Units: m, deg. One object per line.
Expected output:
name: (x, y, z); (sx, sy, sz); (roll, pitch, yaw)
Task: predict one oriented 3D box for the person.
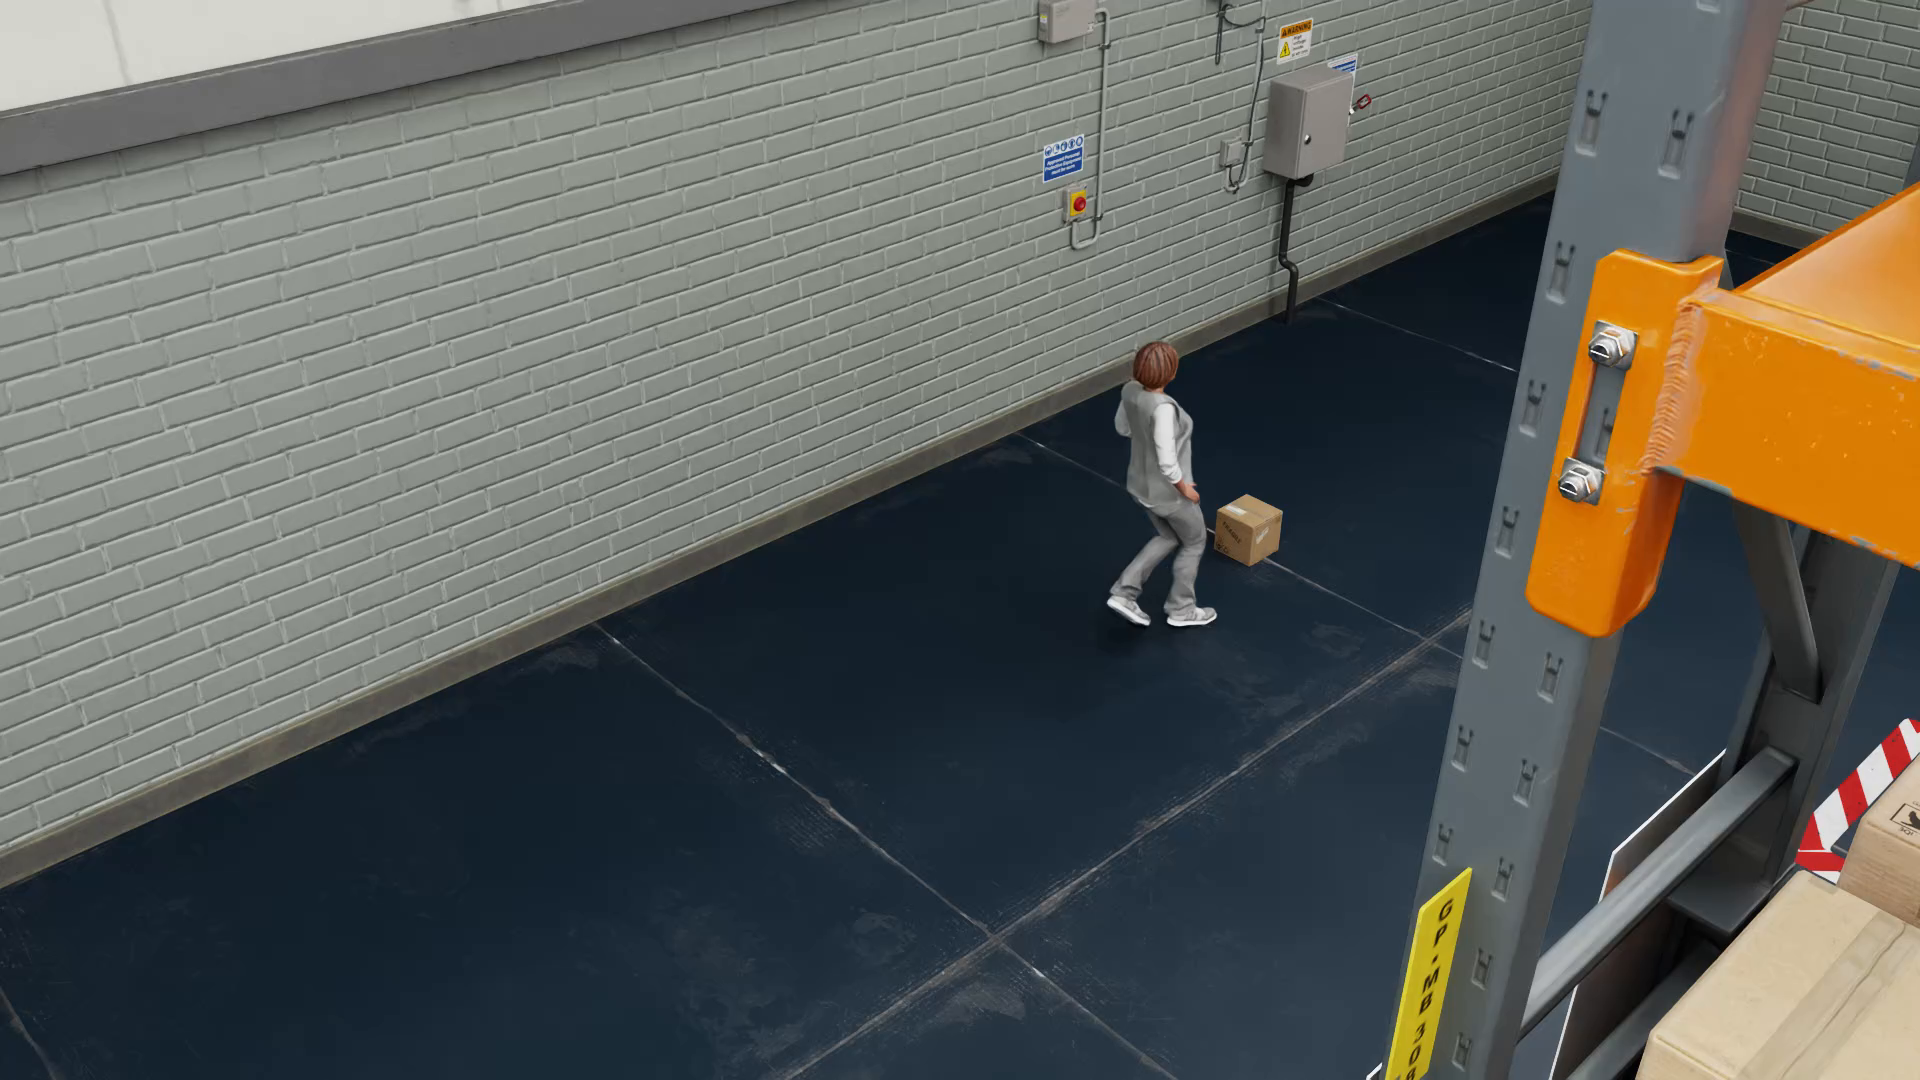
person: (0.977, -0.255, 8.088); (0.598, 1.561, 0.592); (-17, 36, -24)
